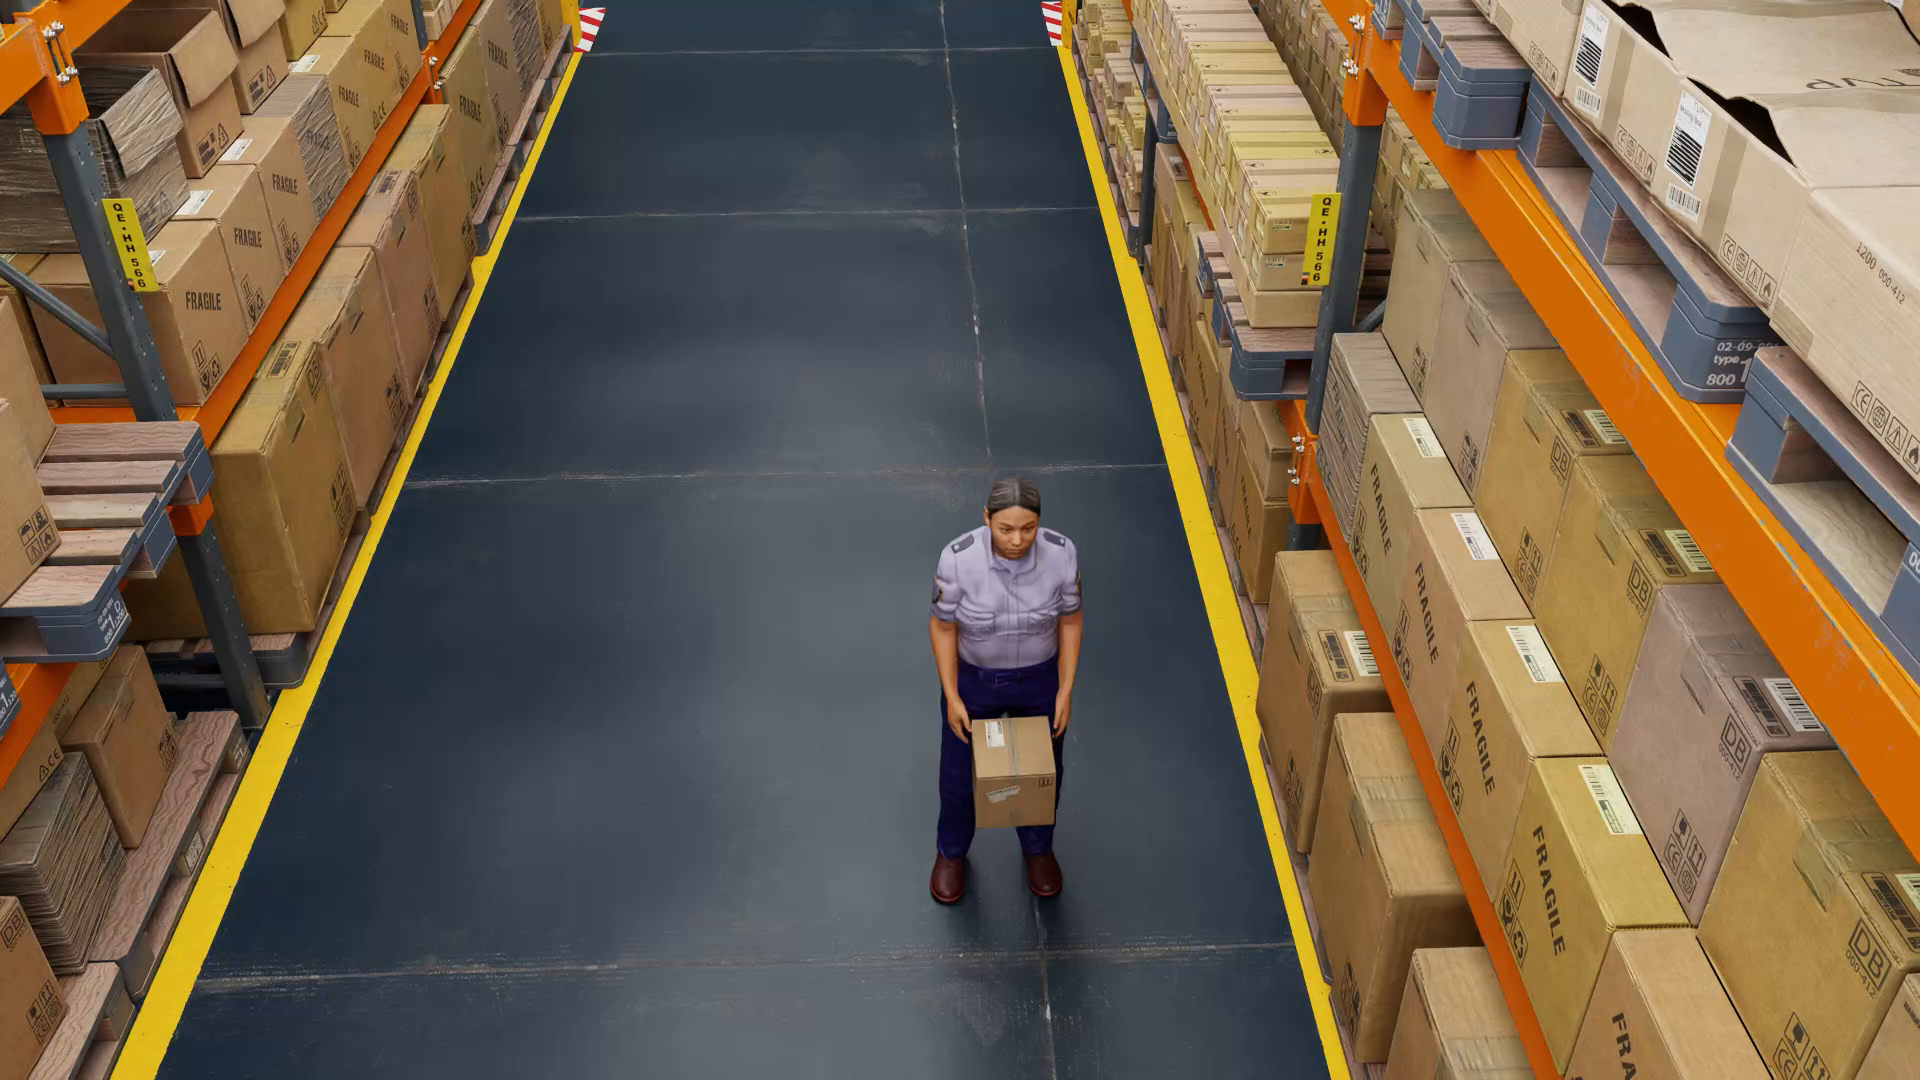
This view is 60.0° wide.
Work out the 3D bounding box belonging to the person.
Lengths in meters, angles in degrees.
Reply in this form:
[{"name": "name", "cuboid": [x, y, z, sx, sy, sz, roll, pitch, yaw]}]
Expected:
[{"name": "person", "cuboid": [0.144, 0.488, 5.464, 0.516, 1.656, 0.384, -2, 36, -3]}]
